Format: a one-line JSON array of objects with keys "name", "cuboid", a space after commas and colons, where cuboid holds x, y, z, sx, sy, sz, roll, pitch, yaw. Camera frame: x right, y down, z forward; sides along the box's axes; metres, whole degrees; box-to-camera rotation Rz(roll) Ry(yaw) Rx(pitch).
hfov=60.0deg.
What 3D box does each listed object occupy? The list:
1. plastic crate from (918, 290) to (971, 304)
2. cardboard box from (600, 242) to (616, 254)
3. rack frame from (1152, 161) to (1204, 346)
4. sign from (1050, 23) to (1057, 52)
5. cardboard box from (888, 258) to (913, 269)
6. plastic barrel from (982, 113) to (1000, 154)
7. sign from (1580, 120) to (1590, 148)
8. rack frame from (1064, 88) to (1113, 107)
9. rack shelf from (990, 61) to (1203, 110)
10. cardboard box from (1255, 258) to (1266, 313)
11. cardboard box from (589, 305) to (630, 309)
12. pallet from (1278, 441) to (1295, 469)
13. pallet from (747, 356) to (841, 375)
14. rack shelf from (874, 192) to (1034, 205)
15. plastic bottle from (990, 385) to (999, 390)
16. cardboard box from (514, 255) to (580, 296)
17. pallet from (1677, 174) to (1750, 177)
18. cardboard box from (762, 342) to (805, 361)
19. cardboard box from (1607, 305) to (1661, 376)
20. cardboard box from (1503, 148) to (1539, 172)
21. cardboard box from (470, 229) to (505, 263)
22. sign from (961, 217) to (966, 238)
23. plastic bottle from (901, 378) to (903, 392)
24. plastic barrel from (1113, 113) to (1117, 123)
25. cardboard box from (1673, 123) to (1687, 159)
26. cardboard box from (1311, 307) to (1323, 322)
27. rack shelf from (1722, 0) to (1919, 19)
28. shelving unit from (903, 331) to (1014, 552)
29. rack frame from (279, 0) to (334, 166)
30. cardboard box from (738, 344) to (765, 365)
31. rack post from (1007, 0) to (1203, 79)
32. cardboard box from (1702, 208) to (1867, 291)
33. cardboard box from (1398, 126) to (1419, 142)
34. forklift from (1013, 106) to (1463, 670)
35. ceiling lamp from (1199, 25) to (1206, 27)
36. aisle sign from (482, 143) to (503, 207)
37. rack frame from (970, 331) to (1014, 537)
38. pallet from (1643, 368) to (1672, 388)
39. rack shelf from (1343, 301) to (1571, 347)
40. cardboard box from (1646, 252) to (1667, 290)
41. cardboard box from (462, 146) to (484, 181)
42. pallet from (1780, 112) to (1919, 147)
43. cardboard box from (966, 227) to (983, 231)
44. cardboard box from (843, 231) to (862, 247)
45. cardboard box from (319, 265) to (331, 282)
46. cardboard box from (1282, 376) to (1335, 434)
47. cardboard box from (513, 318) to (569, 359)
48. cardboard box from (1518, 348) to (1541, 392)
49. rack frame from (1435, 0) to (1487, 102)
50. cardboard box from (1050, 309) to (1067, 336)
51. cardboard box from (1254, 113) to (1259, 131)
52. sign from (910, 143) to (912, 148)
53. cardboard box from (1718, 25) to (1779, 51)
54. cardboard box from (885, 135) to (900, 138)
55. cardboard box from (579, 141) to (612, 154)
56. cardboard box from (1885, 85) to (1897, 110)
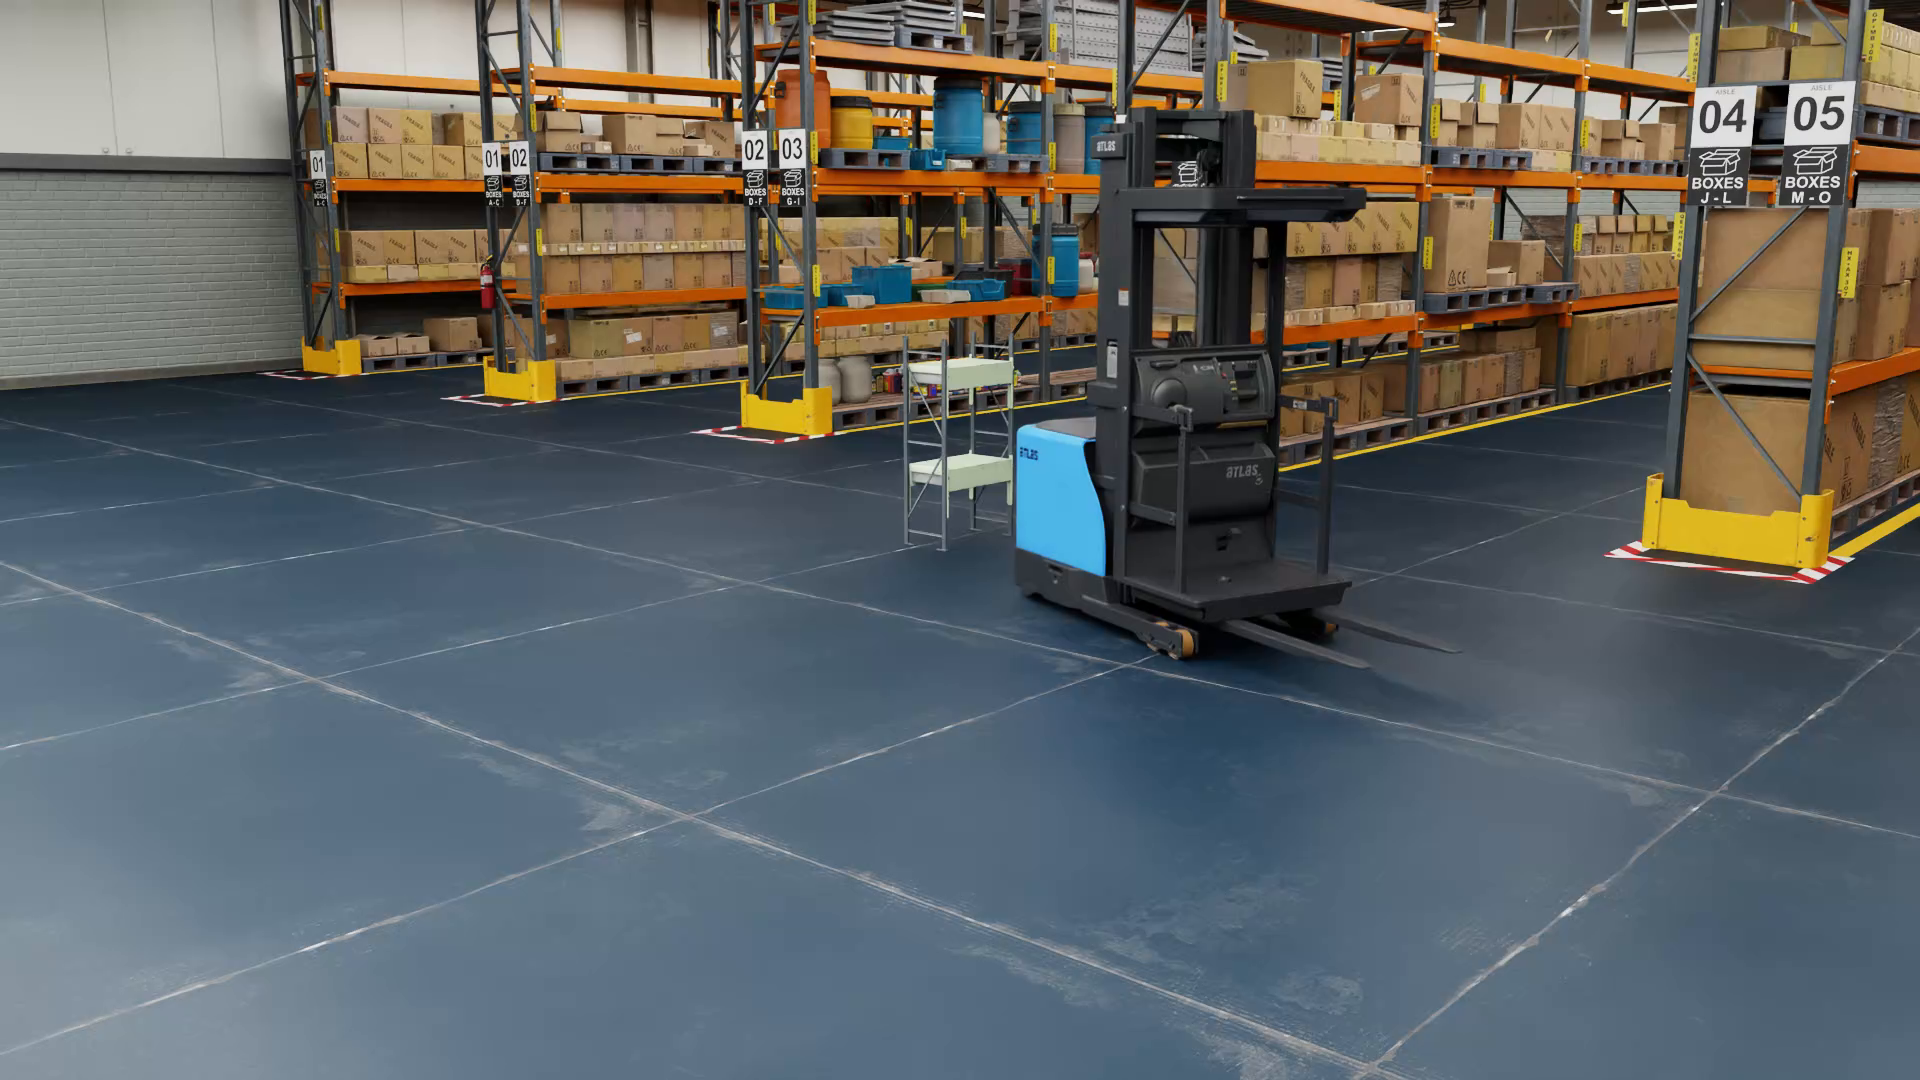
[{"name": "plastic crate", "cuboid": [-0.167, -2.859, 19.542, 0.530, 0.136, 0.437, 10, 15, 40]}, {"name": "cardboard box", "cuboid": [-4.717, -3.822, 21.779, 0.380, 0.149, 0.250, 9, 15, 39]}, {"name": "rack frame", "cuboid": [1.795, -2.031, 14.724, 1.000, 3.000, 0.127, 10, 15, 40]}, {"name": "sign", "cuboid": [1.120, -6.027, 19.945, 0.100, 0.325, 0.005, 10, 15, 40]}, {"name": "cardboard box", "cuboid": [-1.099, -4.340, 26.507, 0.500, 0.311, 0.500, 10, 15, 40]}, {"name": "plastic barrel", "cuboid": [0.283, -4.954, 20.341, 0.421, 0.512, 0.421, 0, 11, 0]}, {"name": "sign", "cuboid": [7.482, -4.862, 19.920, 0.100, 0.325, 0.005, 10, 15, 40]}, {"name": "rack frame", "cuboid": [2.277, -8.020, 29.391, 1.000, 3.000, 0.127, 10, 15, 40]}, {"name": "rack shelf", "cuboid": [2.035, -5.948, 21.872, 1.077, 0.370, 4.000, 10, 15, 40]}, {"name": "cardboard box", "cuboid": [2.418, -2.393, 15.518, 0.875, 0.500, 0.500, 10, 15, 40]}, {"name": "cardboard box", "cuboid": [-5.966, -4.075, 28.297, 0.500, 0.250, 0.500, 9, 15, 39]}, {"name": "pallet", "cuboid": [2.408, -0.790, 15.628, 1.003, 0.211, 1.213, 10, 15, 40]}, {"name": "pallet", "cuboid": [-2.547, -2.647, 24.927, 1.003, 0.211, 1.213, 10, 15, 40]}, {"name": "rack shelf", "cuboid": [-0.126, -7.131, 34.432, 1.077, 0.370, 4.000, 10, 15, 40]}, {"name": "plastic bottle", "cuboid": [0.379, -2.017, 20.290, 0.144, 0.351, 0.185, 9, 14, 38]}, {"name": "cardboard box", "cuboid": [-5.327, -3.429, 21.465, 0.700, 0.500, 0.500, 10, 15, 40]}, {"name": "pallet", "cuboid": [11.069, -5.522, 24.769, 1.003, 0.211, 1.213, 10, 15, 40]}, {"name": "cardboard box", "cuboid": [-2.551, -2.786, 24.451, 0.500, 0.250, 0.500, 9, 15, 39]}, {"name": "cardboard box", "cuboid": [8.719, -2.733, 22.587, 1.225, 0.875, 0.875, 9, 14, 38]}, {"name": "cardboard box", "cuboid": [6.295, -4.356, 19.086, 0.500, 0.250, 0.500, 10, 15, 42]}, {"name": "cardboard box", "cuboid": [-7.473, -4.589, 25.945, 0.500, 0.500, 0.500, 9, 15, 39]}, {"name": "sign", "cuboid": [0.056, -4.986, 26.562, 0.100, 0.325, 0.005, 10, 15, 40]}, {"name": "plastic bottle", "cuboid": [-0.658, -1.883, 20.001, 0.097, 0.201, 0.097, 0, 11, 0]}, {"name": "plastic barrel", "cuboid": [2.218, -5.341, 22.541, 0.600, 0.830, 0.708, 10, 15, 40]}, {"name": "cardboard box", "cuboid": [10.187, -5.695, 23.824, 0.700, 0.500, 0.500, 9, 14, 37]}, {"name": "cardboard box", "cuboid": [3.290, -2.181, 16.116, 0.380, 0.149, 0.250, 10, 15, 40]}, {"name": "rack shelf", "cuboid": [6.774, -4.063, 12.434, 1.077, 0.370, 4.000, 10, 15, 40]}, {"name": "shelving unit", "cuboid": [-0.004, -0.734, 12.059, 0.431, 1.500, 0.755, 10, 15, 40]}, {"name": "rack frame", "cuboid": [-9.368, -6.895, 23.755, 1.000, 3.000, 0.127, 10, 15, 40]}, {"name": "cardboard box", "cuboid": [-3.146, -2.662, 23.831, 0.500, 0.250, 0.500, 10, 15, 40]}, {"name": "rack post", "cuboid": [1.950, -6.601, 21.775, 1.013, 1.000, 3.121, 10, 15, 40]}, {"name": "cardboard box", "cuboid": [5.728, -2.028, 11.566, 0.875, 0.550, 0.550, 10, 15, 40]}, {"name": "cardboard box", "cuboid": [4.437, -4.128, 16.926, 0.380, 0.149, 0.250, 10, 15, 42]}, {"name": "forklift", "cuboid": [1.491, -0.893, 9.197, 1.130, 2.935, 3.031, -6, 13, -28]}, {"name": "ceiling lamp", "cuboid": [4.863, -12.179, 35.312, 2.000, 3.185, 0.800, 10, 15, 40]}, {"name": "aisle sign", "cuboid": [-5.908, -4.616, 21.026, 0.394, 0.787, 0.004, 10, 15, 40]}, {"name": "rack frame", "cuboid": [0.237, -0.788, 12.329, 0.400, 1.500, 0.023, 10, 15, 40]}, {"name": "pallet", "cuboid": [9.263, -2.306, 23.219, 1.003, 0.211, 1.213, 10, 15, 40]}, {"name": "rack shelf", "cuboid": [5.755, -2.561, 19.214, 1.077, 0.370, 4.000, 10, 15, 40]}, {"name": "cardboard box", "cuboid": [9.280, -3.670, 22.672, 0.500, 0.500, 0.500, 10, 15, 42]}, {"name": "cardboard box", "cuboid": [-7.556, -5.806, 25.655, 0.500, 0.500, 0.500, 9, 14, 38]}, {"name": "pallet", "cuboid": [6.741, -3.094, 12.610, 1.003, 0.211, 1.213, 10, 15, 40]}, {"name": "cardboard box", "cuboid": [-0.117, -6.158, 34.619, 0.980, 0.700, 0.700, 9, 14, 38]}, {"name": "cardboard box", "cuboid": [-2.229, -5.673, 31.892, 0.500, 0.500, 0.500, 10, 15, 40]}, {"name": "cardboard box", "cuboid": [-9.205, -3.983, 24.826, 0.500, 0.250, 0.500, 10, 15, 41]}, {"name": "cardboard box", "cuboid": [3.418, -1.360, 16.670, 0.500, 0.500, 0.500, 8, 14, 35]}, {"name": "cardboard box", "cuboid": [-5.514, -2.655, 21.882, 0.500, 0.500, 0.500, 10, 15, 40]}, {"name": "cardboard box", "cuboid": [6.648, -2.097, 20.312, 0.700, 0.500, 0.500, 9, 14, 37]}, {"name": "rack frame", "cuboid": [8.636, -7.968, 29.128, 1.000, 3.000, 0.127, 10, 15, 40]}, {"name": "cardboard box", "cuboid": [1.503, -3.813, 28.904, 0.500, 0.500, 0.500, 10, 15, 41]}, {"name": "cardboard box", "cuboid": [2.394, -3.661, 14.587, 0.380, 0.149, 0.250, 10, 15, 42]}, {"name": "sign", "cuboid": [-0.770, -6.285, 27.040, 0.100, 0.325, 0.005, 10, 15, 40]}, {"name": "cardboard box", "cuboid": [5.421, -3.463, 11.508, 0.380, 0.149, 0.250, 10, 15, 41]}, {"name": "cardboard box", "cuboid": [-1.161, -7.871, 33.445, 0.500, 0.500, 0.500, 10, 15, 40]}, {"name": "cardboard box", "cuboid": [-4.735, -5.085, 21.568, 0.380, 0.149, 0.250, 10, 15, 40]}, {"name": "cardboard box", "cuboid": [6.254, -3.061, 11.536, 0.380, 0.149, 0.250, 10, 15, 41]}]
